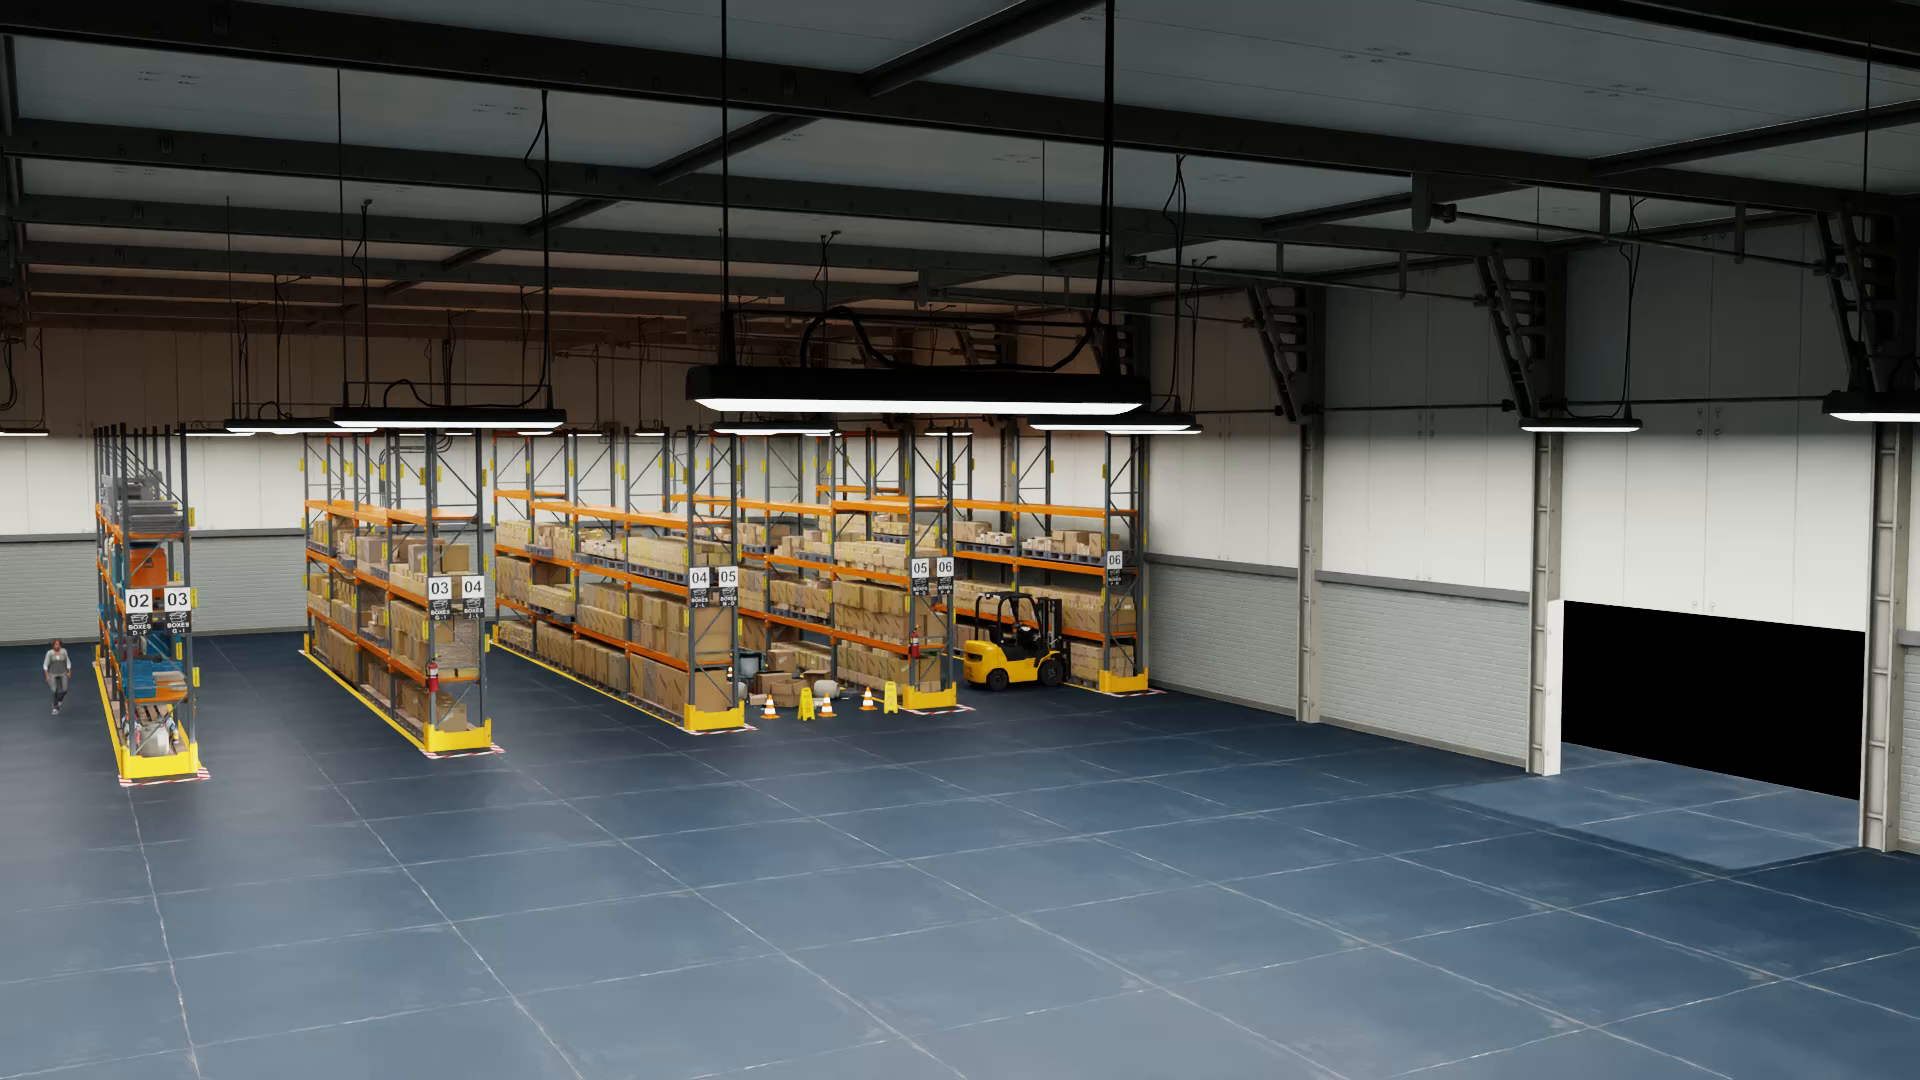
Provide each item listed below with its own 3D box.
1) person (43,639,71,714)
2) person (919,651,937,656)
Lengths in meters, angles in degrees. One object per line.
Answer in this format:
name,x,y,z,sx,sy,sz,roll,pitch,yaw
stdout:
person,-18.902,2.840,34.813,0.502,1.581,0.480,-2,4,-34
person,-0.728,2.467,39.999,0.656,1.684,0.780,-2,4,-29
